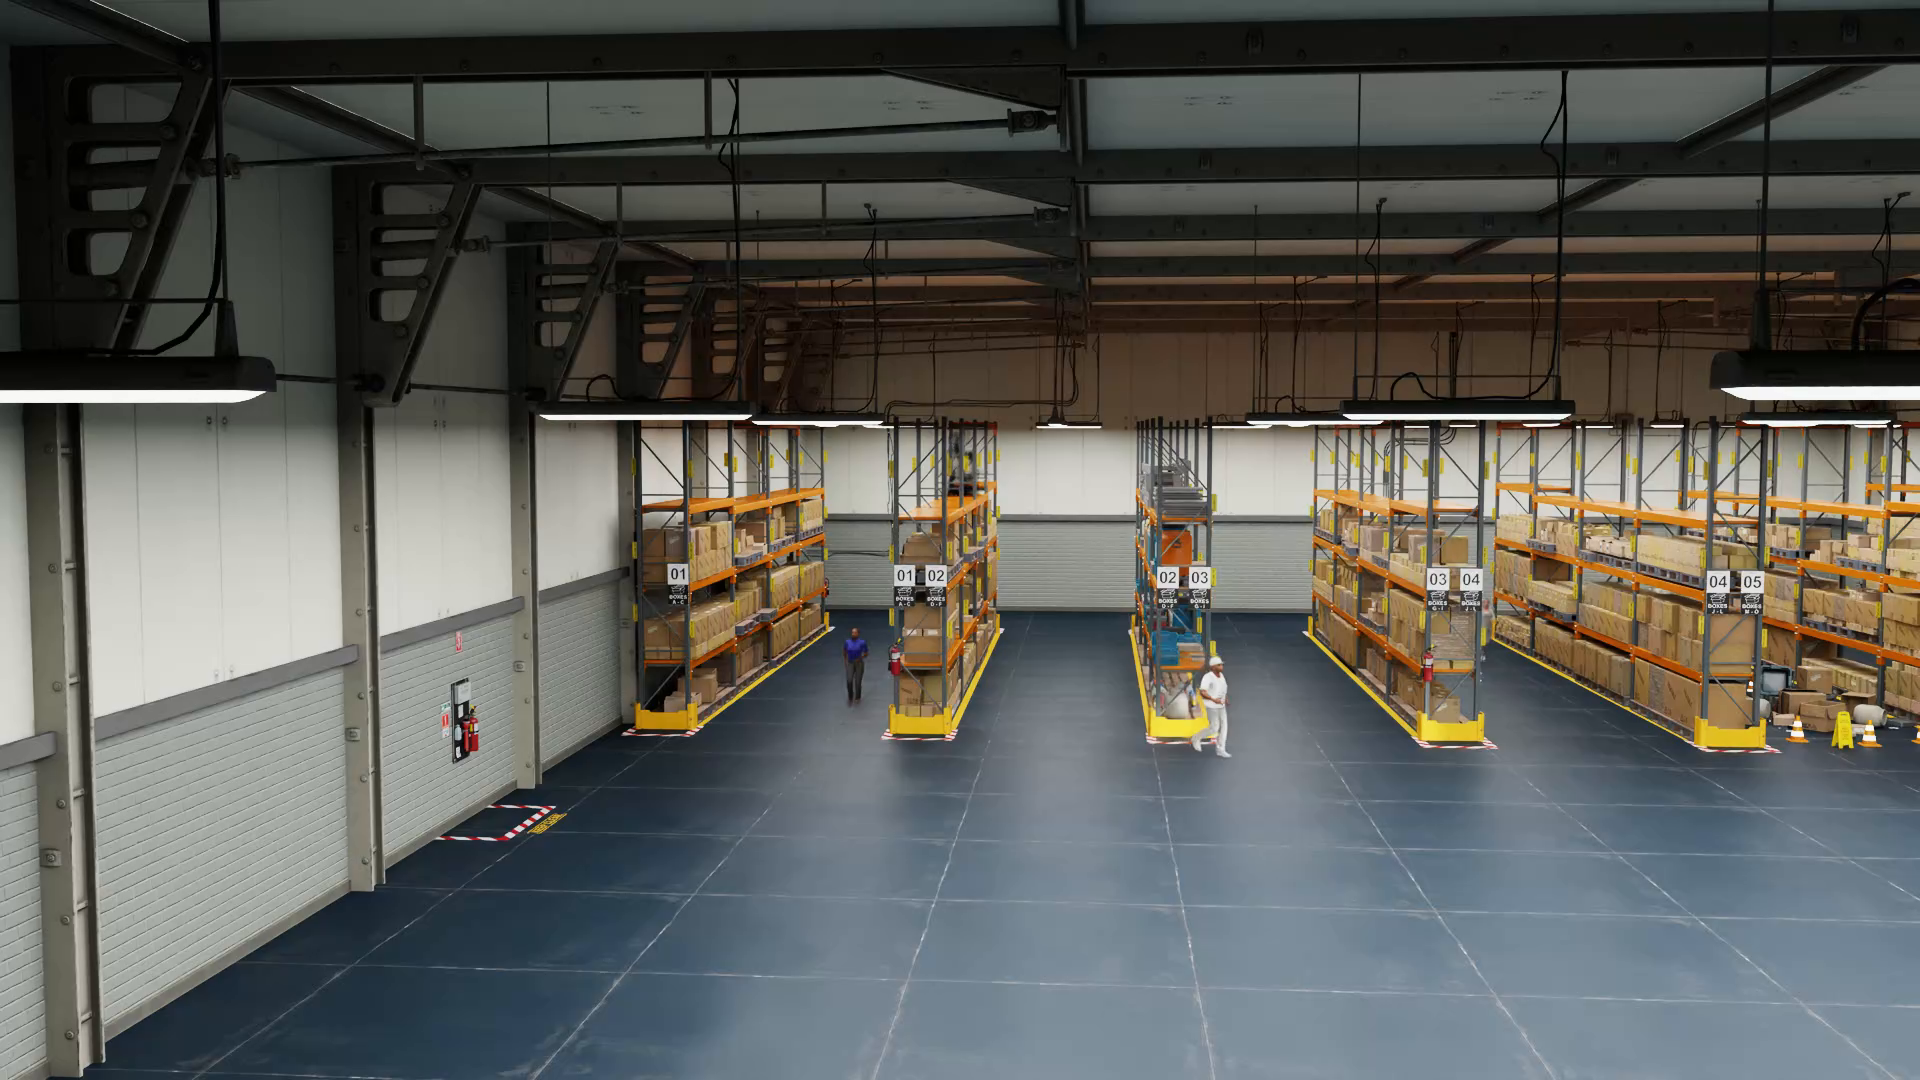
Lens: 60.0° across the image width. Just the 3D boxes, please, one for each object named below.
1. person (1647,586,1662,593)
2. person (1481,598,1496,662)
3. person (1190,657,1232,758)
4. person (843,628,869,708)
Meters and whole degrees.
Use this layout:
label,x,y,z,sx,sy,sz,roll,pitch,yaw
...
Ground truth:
label,x,y,z,sx,sy,sz,roll,pitch,yaw
person,19.669,1.757,47.297,0.644,1.716,0.666,1,4,11
person,13.016,2.229,41.232,0.506,1.586,0.656,0,4,-5
person,4.471,2.935,29.356,0.782,1.761,0.726,3,5,40
person,-2.177,2.659,34.565,0.569,1.683,0.690,0,4,3
